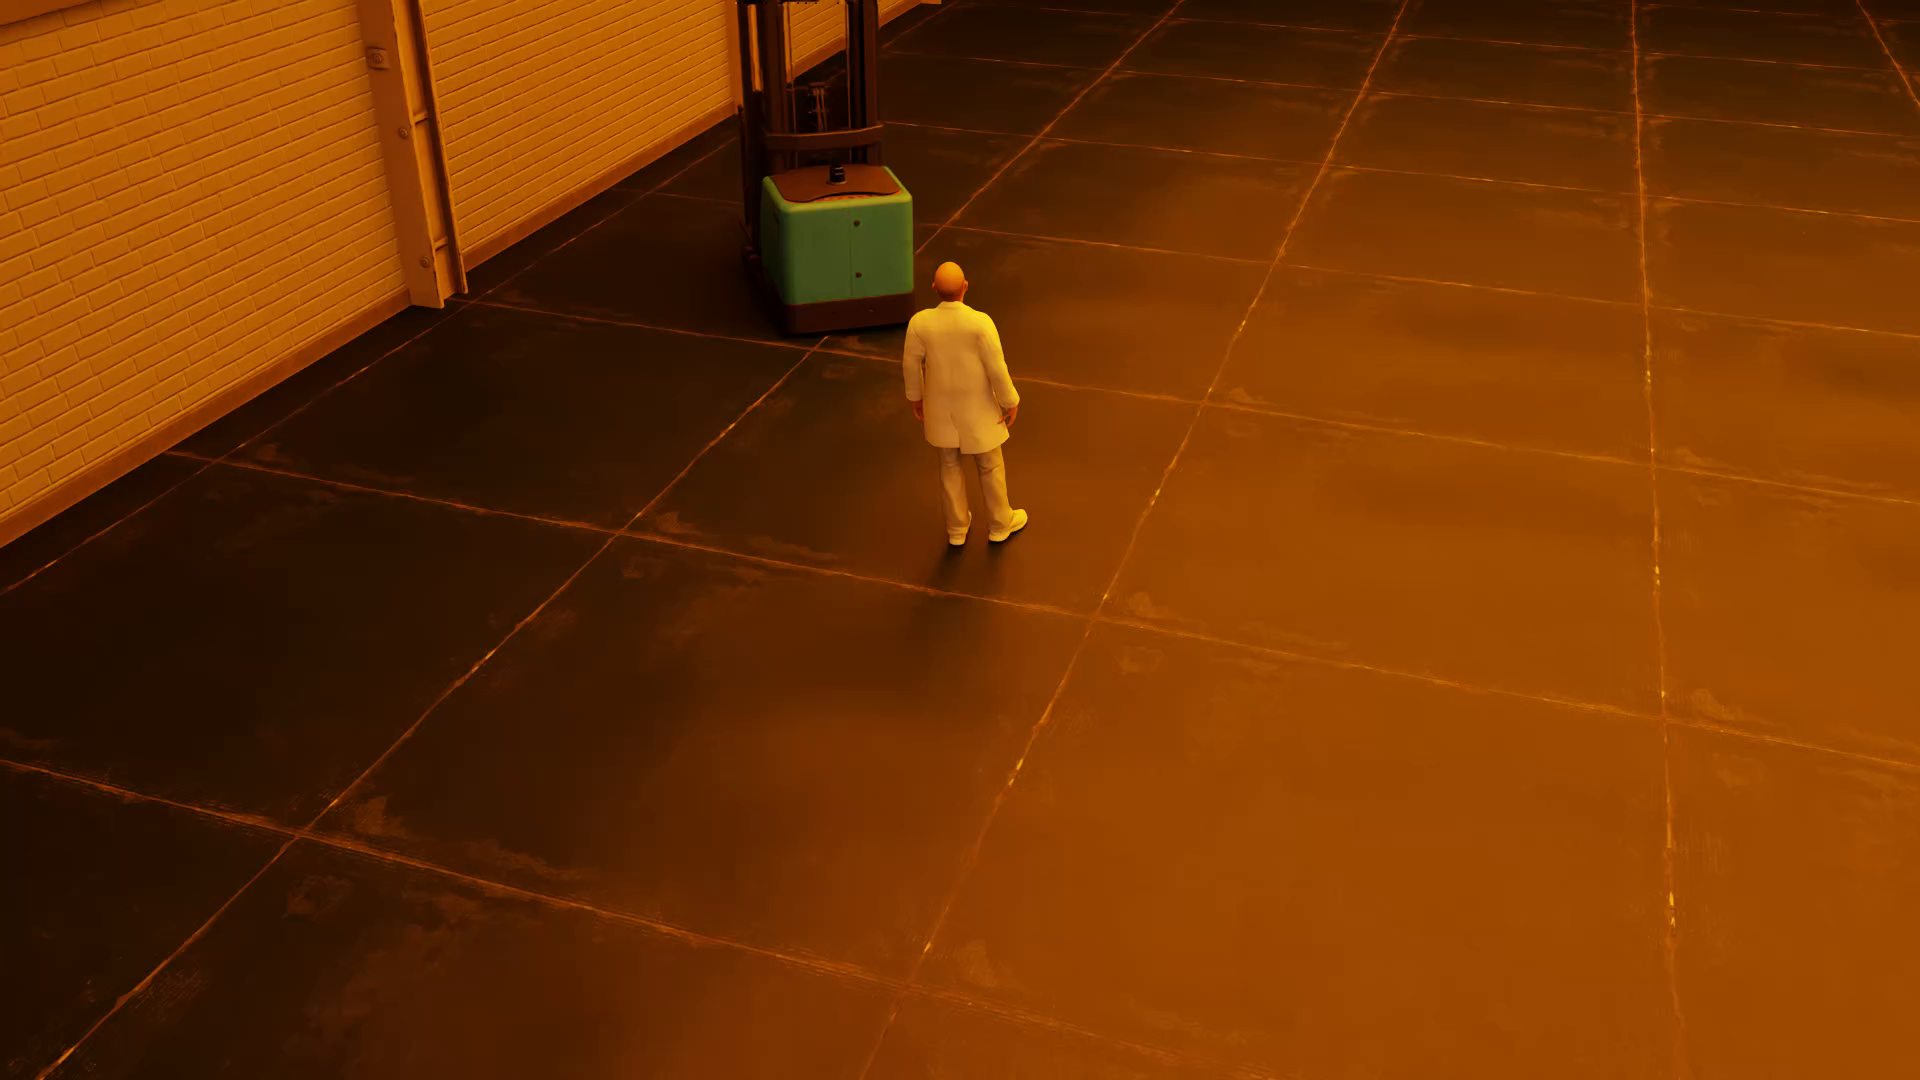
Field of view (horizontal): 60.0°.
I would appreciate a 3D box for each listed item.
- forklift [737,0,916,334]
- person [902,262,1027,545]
[{"bbox_3d":[-1.239,-3.563,13.387,1.130,2.935,3.031,-8,31,-14],"label":"forklift"},{"bbox_3d":[0.034,-0.820,9.725,0.696,1.776,0.581,10,31,16],"label":"person"}]
